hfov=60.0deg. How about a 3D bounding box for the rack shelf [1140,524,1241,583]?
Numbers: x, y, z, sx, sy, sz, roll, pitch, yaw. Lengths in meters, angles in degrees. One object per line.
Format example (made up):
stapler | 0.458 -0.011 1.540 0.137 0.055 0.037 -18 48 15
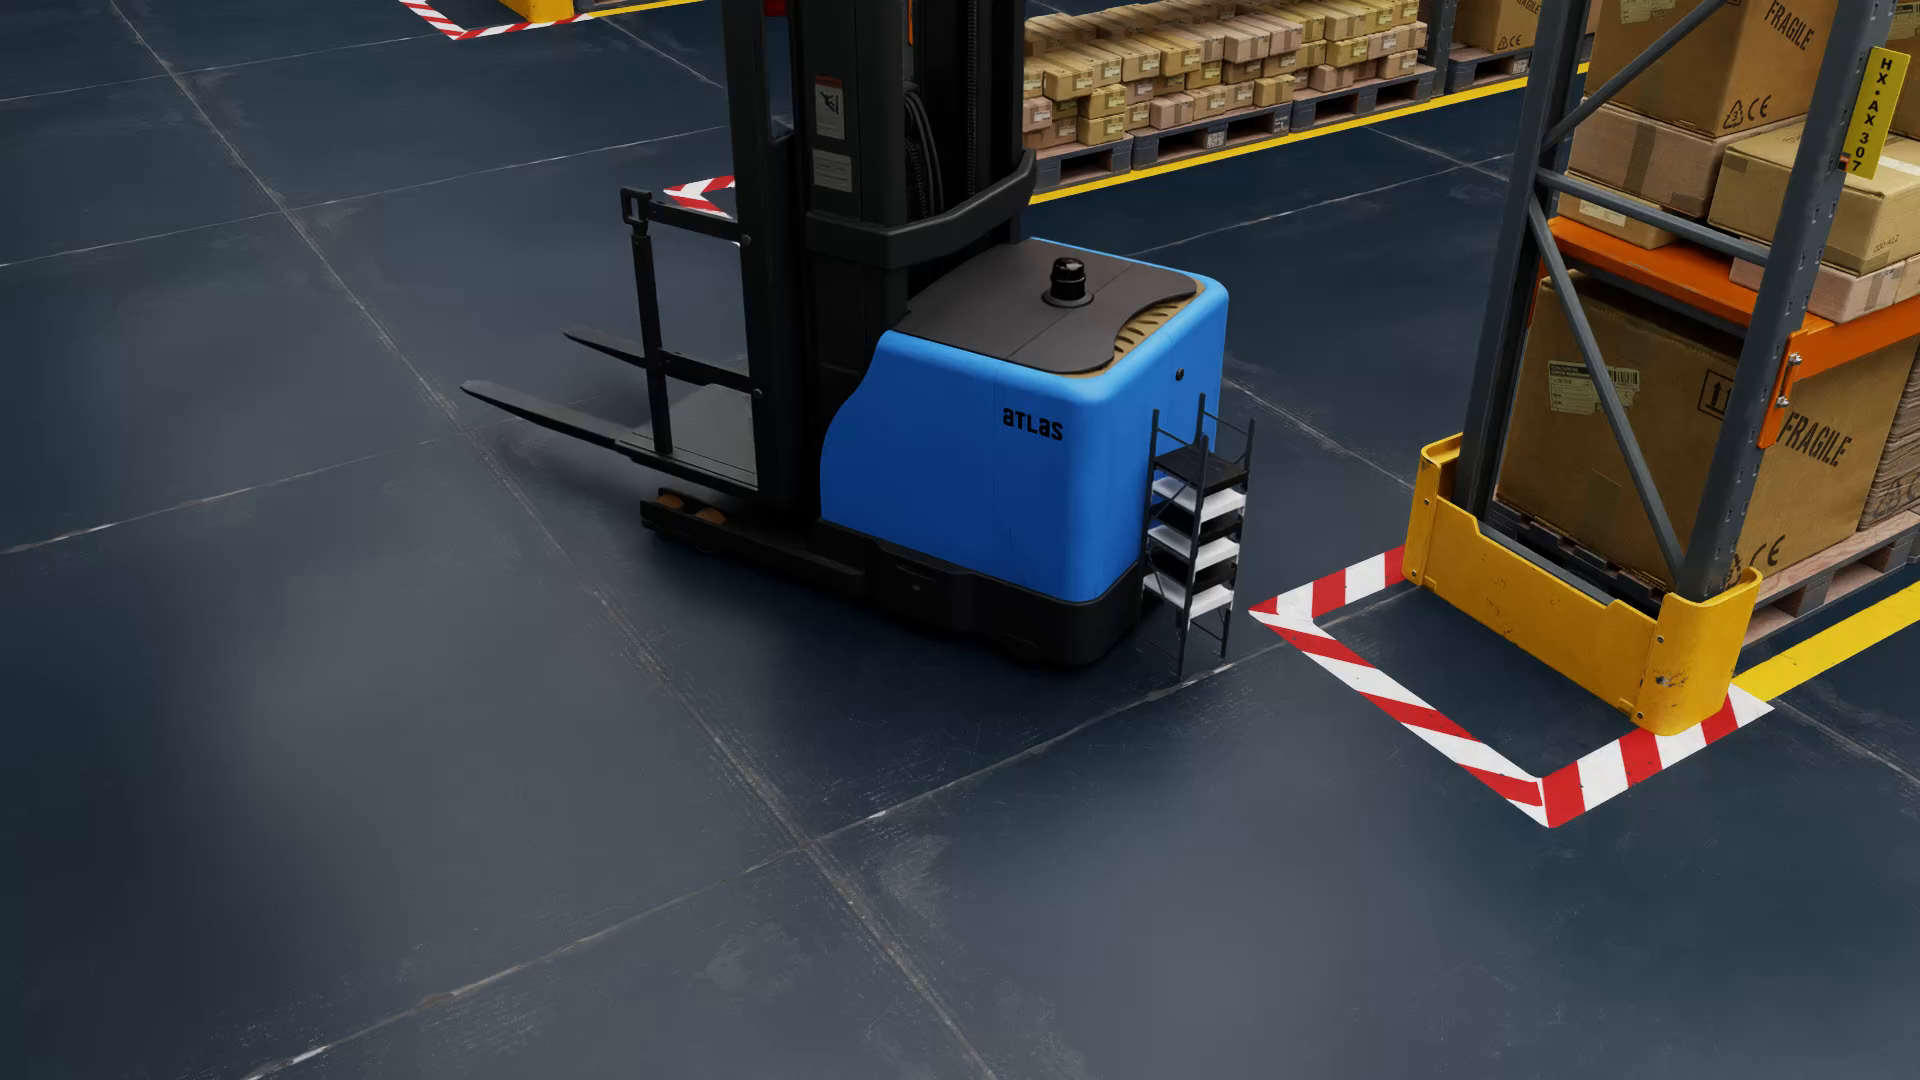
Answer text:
rack shelf | 0.748 0.024 5.412 0.200 0.077 0.258 -21 37 -32

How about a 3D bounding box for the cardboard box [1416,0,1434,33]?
cardboard box | 3.310 -3.809 11.426 0.500 0.500 0.500 -20 37 -28

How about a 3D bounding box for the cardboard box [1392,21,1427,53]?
cardboard box | 2.731 -3.226 10.552 0.250 0.149 0.380 -18 37 -26

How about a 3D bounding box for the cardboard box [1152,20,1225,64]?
cardboard box | 1.341 -2.933 9.809 0.250 0.149 0.380 -19 37 -27

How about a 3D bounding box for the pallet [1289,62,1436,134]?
pallet | 2.279 -2.972 10.764 1.213 0.211 1.003 -19 37 -27

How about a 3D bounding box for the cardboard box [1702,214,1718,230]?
cardboard box | 2.403 -1.172 5.532 0.250 0.149 0.380 -19 37 -27

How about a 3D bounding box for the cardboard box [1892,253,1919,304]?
cardboard box | 2.756 -0.875 5.062 0.250 0.149 0.380 -20 37 -28

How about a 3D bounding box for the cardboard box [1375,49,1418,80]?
cardboard box | 2.679 -3.068 10.580 0.250 0.149 0.380 -18 37 -27

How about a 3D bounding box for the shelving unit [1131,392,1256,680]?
shelving unit | 0.749 -0.005 5.395 0.210 0.900 0.258 -21 37 -32

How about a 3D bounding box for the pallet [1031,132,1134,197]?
pallet | 0.228 -2.267 9.646 1.213 0.211 1.003 -19 37 -27

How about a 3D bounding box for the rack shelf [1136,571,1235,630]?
rack shelf | 0.744 0.179 5.504 0.200 0.077 0.258 -21 37 -32

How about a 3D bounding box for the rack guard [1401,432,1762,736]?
rack guard | 2.044 0.112 5.604 0.348 0.500 1.175 -19 37 -27

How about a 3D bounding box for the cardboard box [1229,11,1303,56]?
cardboard box | 1.829 -3.039 9.977 0.250 0.149 0.380 -21 38 -30

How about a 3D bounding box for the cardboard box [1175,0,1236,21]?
cardboard box | 1.508 -3.308 10.403 0.250 0.149 0.380 -18 37 -26

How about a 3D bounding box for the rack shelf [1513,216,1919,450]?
rack shelf | 3.745 -1.226 6.056 4.000 0.370 1.077 -19 37 -27

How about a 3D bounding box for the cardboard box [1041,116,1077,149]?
cardboard box | 0.456 -2.373 9.478 0.250 0.149 0.380 -19 37 -27

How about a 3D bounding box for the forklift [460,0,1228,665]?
forklift | -0.598 -1.410 5.738 3.031 2.935 1.130 18 37 26

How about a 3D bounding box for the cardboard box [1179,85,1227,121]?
cardboard box | 1.369 -2.638 9.900 0.250 0.149 0.380 -19 37 -27

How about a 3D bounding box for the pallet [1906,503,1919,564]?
pallet | 3.718 -0.389 6.670 1.213 0.211 1.003 -19 37 -27

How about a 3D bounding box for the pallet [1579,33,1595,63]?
pallet | 4.504 -3.763 12.017 1.213 0.211 1.003 -19 37 -27

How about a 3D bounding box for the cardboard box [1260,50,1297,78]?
cardboard box | 1.828 -2.946 10.108 0.250 0.149 0.380 -18 36 -26

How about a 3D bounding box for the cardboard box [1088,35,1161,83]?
cardboard box | 0.936 -2.762 9.538 0.250 0.149 0.380 -17 36 -25

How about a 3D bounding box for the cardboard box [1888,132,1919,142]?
cardboard box | 3.047 -1.185 5.179 0.500 0.250 0.500 -19 37 -28

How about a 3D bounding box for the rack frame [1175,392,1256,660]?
rack frame | 0.829 -0.035 5.449 0.006 0.900 0.240 -21 37 -32

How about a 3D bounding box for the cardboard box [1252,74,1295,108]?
cardboard box | 1.809 -2.768 10.105 0.250 0.149 0.380 -19 37 -27

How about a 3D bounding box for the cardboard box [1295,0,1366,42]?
cardboard box | 2.267 -3.199 10.231 0.250 0.149 0.380 -19 37 -28

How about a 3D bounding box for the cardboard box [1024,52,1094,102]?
cardboard box | 0.534 -2.577 9.245 0.250 0.149 0.380 -19 37 -27

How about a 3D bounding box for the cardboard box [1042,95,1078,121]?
cardboard box | 0.460 -2.504 9.407 0.250 0.149 0.380 -18 37 -27

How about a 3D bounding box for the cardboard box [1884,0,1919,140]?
cardboard box | 3.034 -1.494 4.966 0.500 0.500 0.500 -20 37 -28

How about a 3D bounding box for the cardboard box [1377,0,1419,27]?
cardboard box | 2.666 -3.366 10.495 0.250 0.149 0.380 -18 36 -26

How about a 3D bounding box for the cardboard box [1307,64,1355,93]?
cardboard box | 2.228 -2.925 10.353 0.250 0.149 0.380 -20 38 -29

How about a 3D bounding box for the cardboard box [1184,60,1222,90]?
cardboard box | 1.344 -2.819 9.907 0.250 0.149 0.380 -17 36 -25

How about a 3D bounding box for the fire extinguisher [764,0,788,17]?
fire extinguisher | -1.000 -3.149 8.853 0.183 0.674 0.296 -19 37 -27

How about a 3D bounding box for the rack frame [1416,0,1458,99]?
rack frame | 2.824 -4.362 10.353 0.127 3.000 1.000 -19 37 -27

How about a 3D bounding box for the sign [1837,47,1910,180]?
sign | 2.360 -1.101 4.299 0.005 0.325 0.100 -19 37 -27

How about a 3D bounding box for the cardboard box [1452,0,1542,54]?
cardboard box | 3.589 -3.577 11.058 0.500 0.500 0.500 -17 36 -25

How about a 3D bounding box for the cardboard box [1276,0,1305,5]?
cardboard box | 1.973 -3.430 10.597 0.250 0.149 0.380 -20 37 -28

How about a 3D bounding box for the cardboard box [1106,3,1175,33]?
cardboard box | 1.095 -3.138 10.134 0.250 0.149 0.380 -19 37 -27

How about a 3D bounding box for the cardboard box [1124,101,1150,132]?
cardboard box | 0.893 -2.514 9.702 0.250 0.149 0.380 -19 37 -27

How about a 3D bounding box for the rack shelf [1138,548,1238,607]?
rack shelf | 0.746 0.101 5.458 0.200 0.077 0.258 -21 37 -32

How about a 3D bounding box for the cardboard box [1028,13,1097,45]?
cardboard box | 0.608 -3.023 9.952 0.250 0.149 0.380 -18 36 -26

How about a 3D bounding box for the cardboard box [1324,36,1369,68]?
cardboard box | 2.295 -3.057 10.284 0.250 0.149 0.380 -20 38 -29

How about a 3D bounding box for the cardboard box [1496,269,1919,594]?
cardboard box | 2.559 -0.452 5.753 0.875 0.875 0.875 -19 37 -27

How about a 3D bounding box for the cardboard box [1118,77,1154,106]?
cardboard box | 0.906 -2.649 9.637 0.250 0.149 0.380 -21 38 -29
